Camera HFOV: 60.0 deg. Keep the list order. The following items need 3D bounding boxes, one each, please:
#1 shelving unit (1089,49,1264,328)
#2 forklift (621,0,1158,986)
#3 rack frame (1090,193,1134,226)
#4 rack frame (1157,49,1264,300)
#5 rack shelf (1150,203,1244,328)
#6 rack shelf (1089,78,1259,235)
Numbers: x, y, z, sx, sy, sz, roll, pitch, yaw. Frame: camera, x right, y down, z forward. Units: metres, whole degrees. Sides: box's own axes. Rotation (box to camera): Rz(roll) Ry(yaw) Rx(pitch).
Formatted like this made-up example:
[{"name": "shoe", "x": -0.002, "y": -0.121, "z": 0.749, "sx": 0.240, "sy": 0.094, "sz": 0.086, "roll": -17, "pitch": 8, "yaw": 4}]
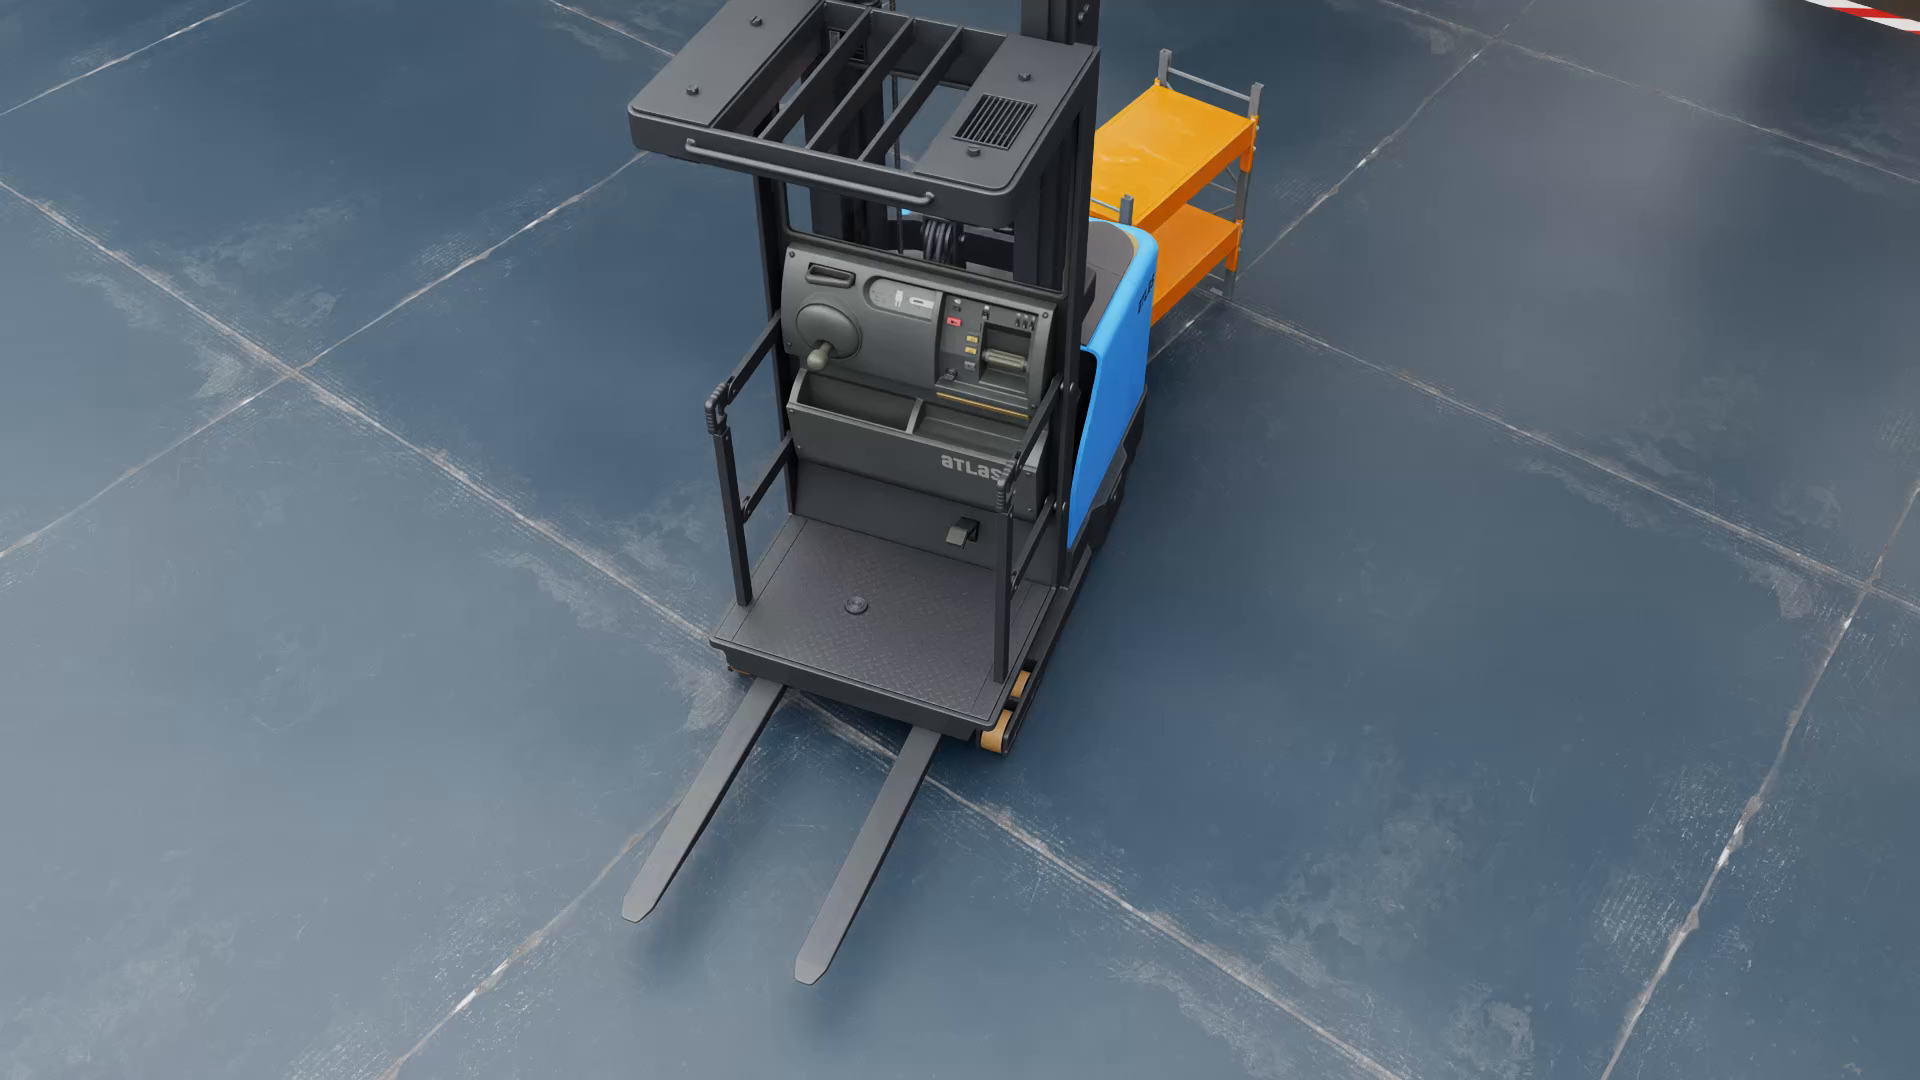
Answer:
[{"name": "shelving unit", "x": 0.773, "y": -1.340, "z": 7.252, "sx": 0.538, "sy": 1.125, "sz": 1.048, "roll": 28, "pitch": 53, "yaw": 24}, {"name": "forklift", "x": -0.225, "y": -0.592, "z": 5.289, "sx": 1.130, "sy": 2.935, "sz": 3.031, "roll": 16, "pitch": 48, "yaw": 14}, {"name": "rack frame", "x": 0.469, "y": -1.045, "z": 6.971, "sx": 0.500, "sy": 1.125, "sz": 0.032, "roll": 28, "pitch": 53, "yaw": 24}, {"name": "rack frame", "x": 1.078, "y": -1.634, "z": 7.533, "sx": 0.500, "sy": 1.125, "sz": 0.032, "roll": 28, "pitch": 53, "yaw": 24}, {"name": "rack shelf", "x": 0.773, "y": -1.171, "z": 7.429, "sx": 0.538, "sy": 0.278, "sz": 1.000, "roll": 28, "pitch": 53, "yaw": 24}, {"name": "rack shelf", "x": 0.773, "y": -1.542, "z": 7.040, "sx": 0.538, "sy": 0.278, "sz": 1.000, "roll": 28, "pitch": 53, "yaw": 24}]
